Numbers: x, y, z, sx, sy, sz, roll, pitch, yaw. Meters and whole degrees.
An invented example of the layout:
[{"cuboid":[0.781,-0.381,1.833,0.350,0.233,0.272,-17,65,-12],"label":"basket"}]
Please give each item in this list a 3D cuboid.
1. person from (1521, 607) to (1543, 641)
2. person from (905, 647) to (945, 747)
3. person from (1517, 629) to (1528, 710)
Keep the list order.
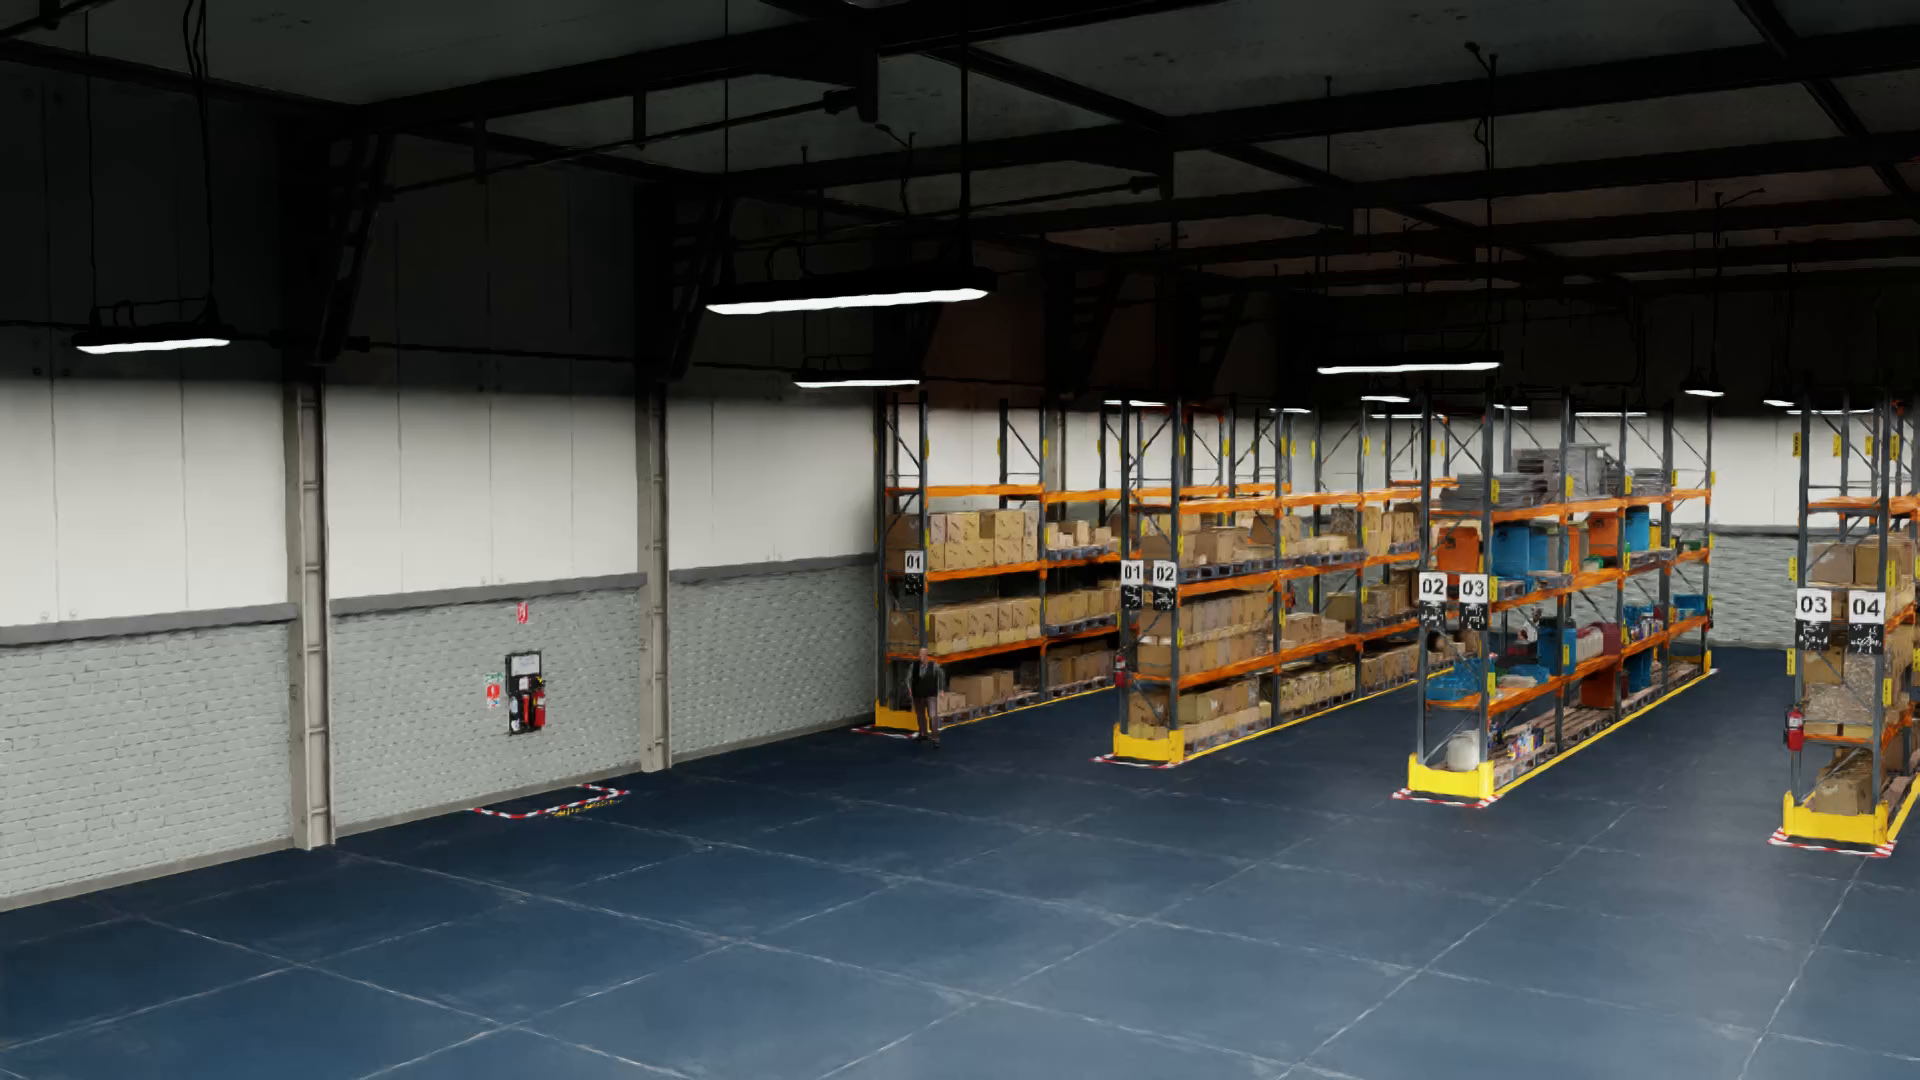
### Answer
[{"cuboid":[12.036,2.225,34.696,0.682,1.715,0.534,2,4,32],"label":"person"},{"cuboid":[-0.566,2.613,27.952,0.688,1.659,0.825,1,3,17],"label":"person"},{"cuboid":[10.818,2.480,31.926,0.562,1.499,0.815,3,4,40],"label":"person"}]
